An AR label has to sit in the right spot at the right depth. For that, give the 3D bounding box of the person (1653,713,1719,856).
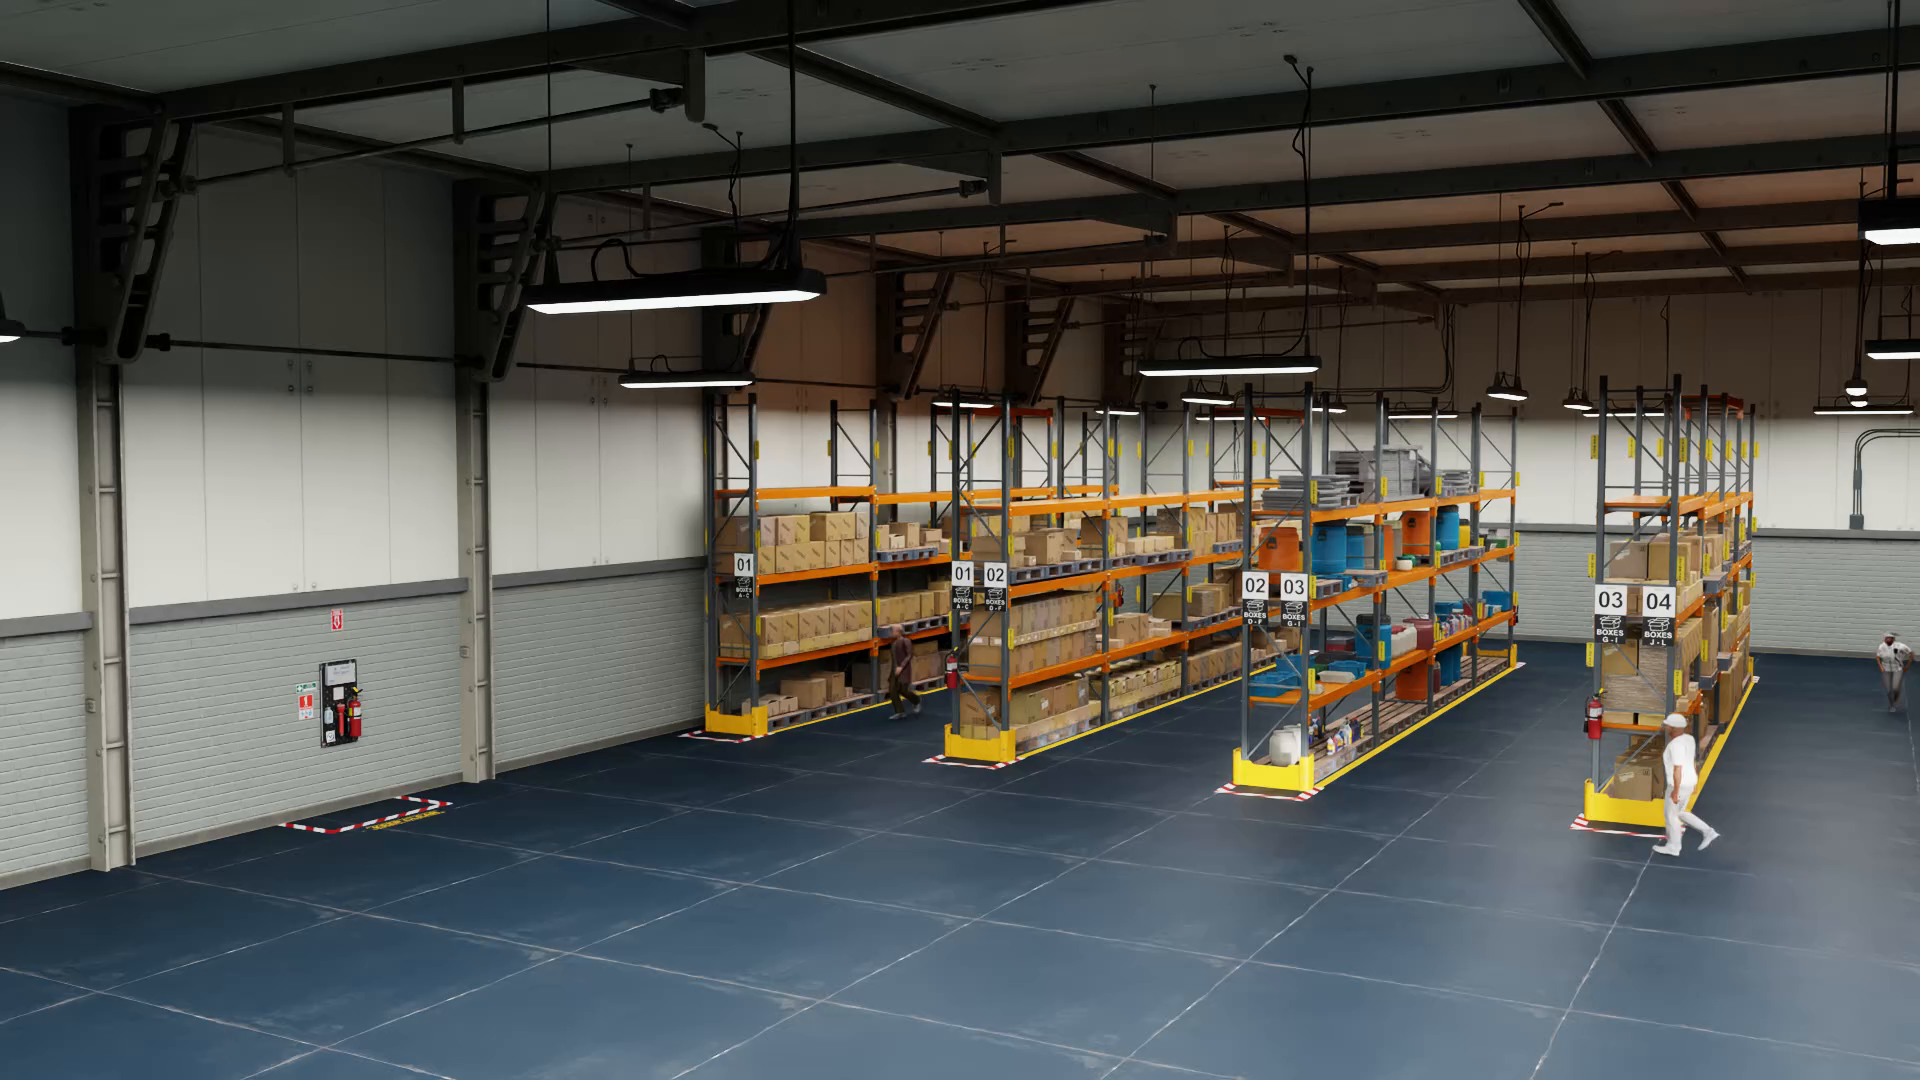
[{"bbox_3d":[8.938,3.013,20.464,0.722,1.752,0.581,2,4,37],"label":"person"}]

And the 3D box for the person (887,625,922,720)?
[{"bbox_3d":[-1.082,2.459,31.083,0.684,1.749,0.630,-3,4,-42],"label":"person"}]

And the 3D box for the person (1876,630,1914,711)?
[{"bbox_3d":[17.833,2.493,31.705,0.632,1.598,0.718,2,4,38],"label":"person"}]
